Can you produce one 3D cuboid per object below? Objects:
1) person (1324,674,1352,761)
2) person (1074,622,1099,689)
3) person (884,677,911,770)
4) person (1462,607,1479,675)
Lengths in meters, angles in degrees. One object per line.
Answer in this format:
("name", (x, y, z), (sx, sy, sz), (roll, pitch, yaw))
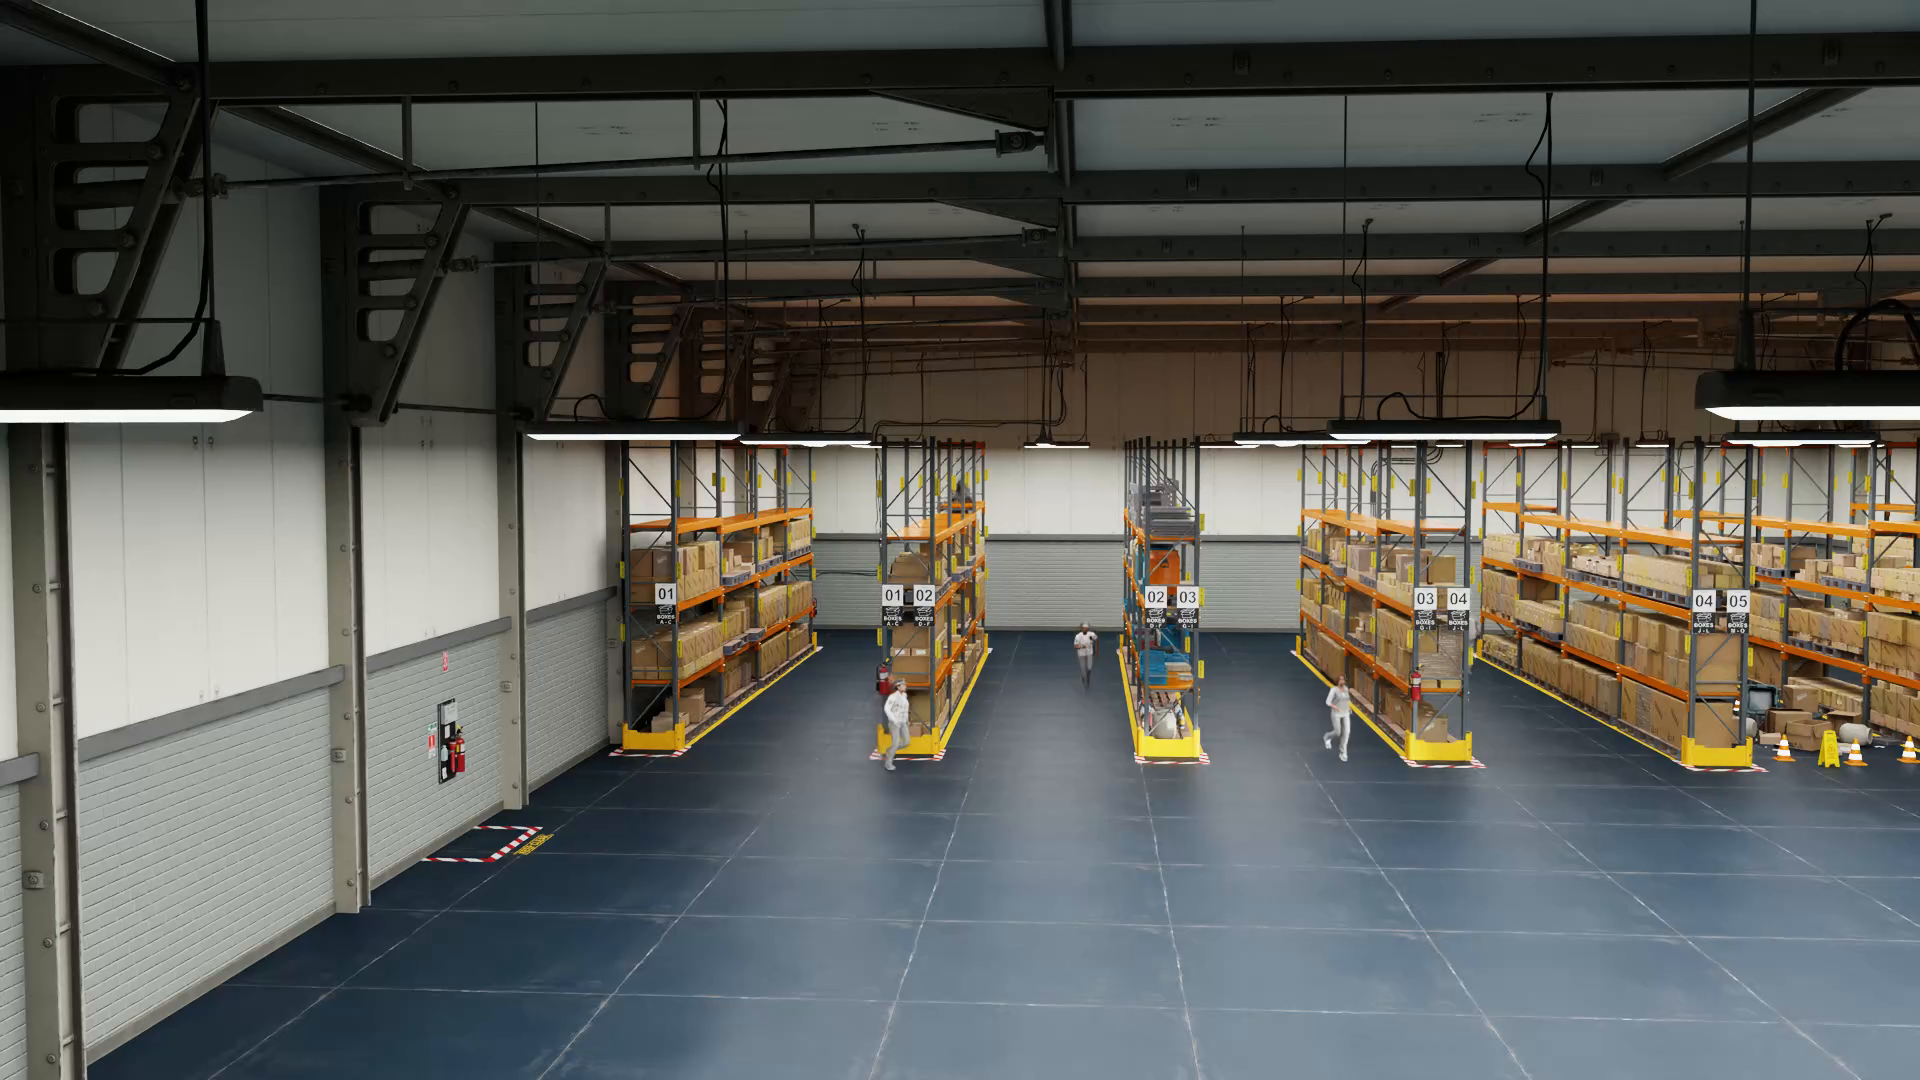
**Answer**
("person", (7.072, 3.287, 31.045), (0.544, 1.593, 0.748), (-1, 3, -18))
("person", (3.019, 2.758, 39.632), (0.609, 1.644, 0.762), (0, 3, -2))
("person", (-1.111, 3.307, 30.091), (0.501, 1.634, 0.667), (3, 4, 40))
("person", (13.095, 2.554, 42.967), (0.670, 1.775, 0.896), (0, 3, 4))
